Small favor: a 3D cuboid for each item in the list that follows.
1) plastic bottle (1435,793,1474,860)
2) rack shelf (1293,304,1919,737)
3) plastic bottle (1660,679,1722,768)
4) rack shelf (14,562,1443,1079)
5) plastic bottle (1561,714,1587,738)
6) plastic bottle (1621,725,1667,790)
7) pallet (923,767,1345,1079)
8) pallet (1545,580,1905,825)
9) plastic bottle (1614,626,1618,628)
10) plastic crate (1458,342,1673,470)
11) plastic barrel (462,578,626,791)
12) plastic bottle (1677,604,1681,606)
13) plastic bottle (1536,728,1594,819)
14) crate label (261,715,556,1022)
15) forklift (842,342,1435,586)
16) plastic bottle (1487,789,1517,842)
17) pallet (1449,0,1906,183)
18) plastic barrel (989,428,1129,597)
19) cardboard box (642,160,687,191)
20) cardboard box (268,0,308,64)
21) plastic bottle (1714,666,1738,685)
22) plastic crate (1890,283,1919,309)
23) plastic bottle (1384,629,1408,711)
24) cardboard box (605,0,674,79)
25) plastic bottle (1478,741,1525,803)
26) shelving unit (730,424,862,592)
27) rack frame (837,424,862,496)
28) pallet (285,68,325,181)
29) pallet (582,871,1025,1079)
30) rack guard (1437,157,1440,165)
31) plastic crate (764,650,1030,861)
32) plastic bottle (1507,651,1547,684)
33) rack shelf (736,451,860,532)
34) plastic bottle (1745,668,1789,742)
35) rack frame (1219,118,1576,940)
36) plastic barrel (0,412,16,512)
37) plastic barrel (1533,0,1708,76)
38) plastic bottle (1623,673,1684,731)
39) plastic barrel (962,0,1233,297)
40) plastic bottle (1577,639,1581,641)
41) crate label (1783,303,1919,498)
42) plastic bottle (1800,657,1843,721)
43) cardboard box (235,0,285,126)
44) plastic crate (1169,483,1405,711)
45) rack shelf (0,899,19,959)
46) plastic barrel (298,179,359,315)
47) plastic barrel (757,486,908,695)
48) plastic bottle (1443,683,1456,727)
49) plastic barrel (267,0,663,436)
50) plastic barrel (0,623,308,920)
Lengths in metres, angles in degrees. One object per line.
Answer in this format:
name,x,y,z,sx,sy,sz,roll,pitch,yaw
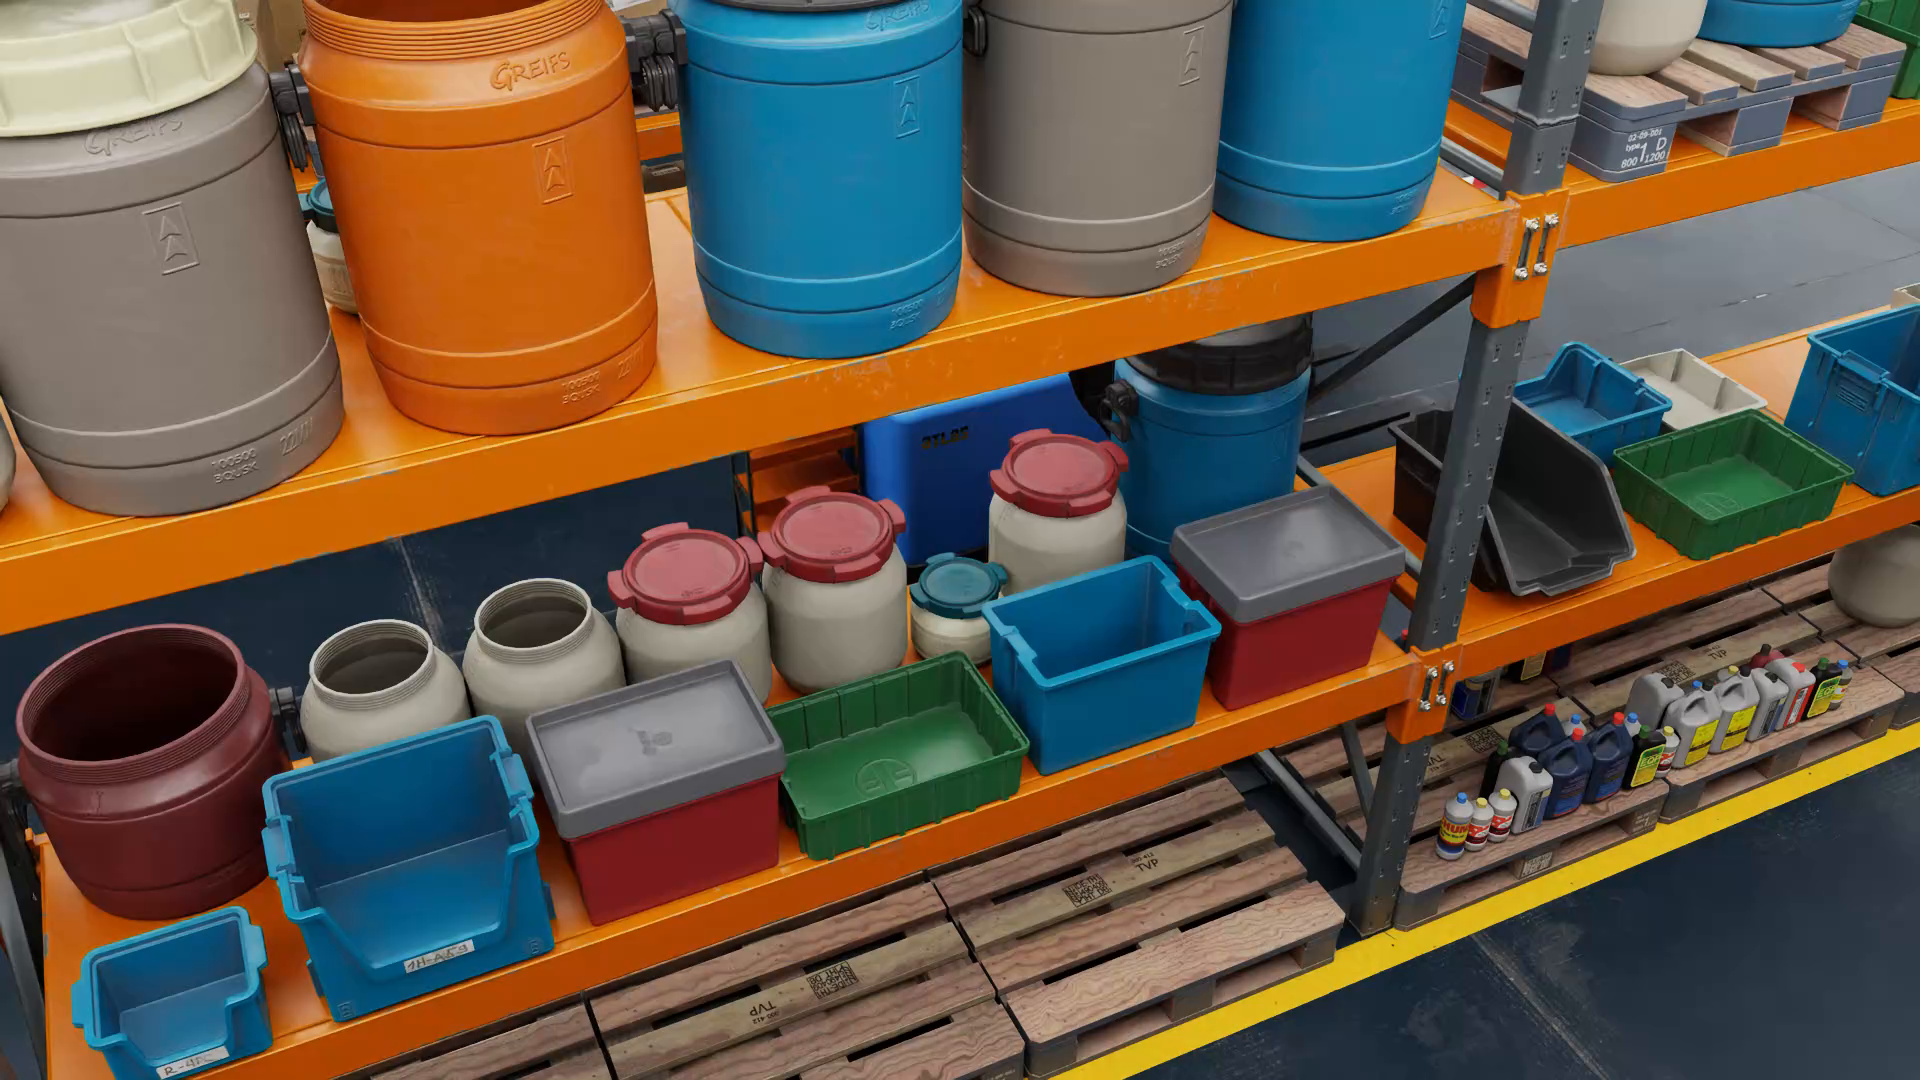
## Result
plastic bottle,1.733,0.991,5.817,0.097,0.271,0.097,0,37,0
rack shelf,3.069,-0.301,6.242,4.000,0.370,1.077,-16,39,-20
plastic bottle,2.721,0.668,6.186,0.185,0.351,0.144,-16,39,-20
rack shelf,-0.552,0.712,4.877,4.000,0.370,1.077,-16,39,-20
plastic bottle,2.246,0.753,6.138,0.097,0.271,0.097,0,37,0
plastic bottle,2.504,0.783,6.087,0.133,0.283,0.061,-14,39,-18
pallet,0.564,1.256,5.879,1.213,0.211,1.003,-16,39,-20
pallet,2.990,0.578,6.794,1.213,0.211,1.003,-16,39,-20
plastic bottle,2.705,0.226,6.848,0.097,0.271,0.097,0,37,0
plastic crate,2.145,-0.450,5.964,0.616,0.251,0.499,-16,39,-20
plastic barrel,-1.141,0.402,4.597,0.421,0.512,0.421,0,37,0
plastic bottle,3.012,0.168,6.985,0.097,0.201,0.097,0,37,0
plastic bottle,2.166,0.823,5.977,0.185,0.351,0.144,-15,39,-19
crate label,-1.348,0.809,4.112,0.616,0.435,0.502,-16,39,-20
forklift,0.869,-1.466,7.266,3.031,2.935,1.130,-16,40,-21
plastic bottle,1.917,0.968,5.907,0.097,0.201,0.097,0,37,0
pallet,1.870,-1.448,4.825,1.003,0.211,1.213,-16,39,-20
plastic barrel,0.299,-0.014,5.137,0.433,0.535,0.433,0,37,0
cardboard box,-1.411,-1.784,9.366,0.500,0.500,0.700,-19,40,-23
cardboard box,-5.103,-4.036,12.210,0.750,0.750,1.050,-15,39,-19
plastic bottle,2.968,0.574,6.438,0.097,0.201,0.097,0,37,0
plastic crate,3.933,-0.937,6.717,0.250,0.136,0.298,-16,39,-20
plastic bottle,1.719,0.485,6.432,0.185,0.351,0.144,-17,40,-21
cardboard box,-1.625,-3.039,8.473,1.000,1.000,1.000,-15,39,-20
plastic bottle,1.969,0.833,6.020,0.133,0.283,0.061,-16,39,-20
shelving unit,-0.700,-0.277,7.116,0.503,1.200,0.258,-16,40,-21
rack frame,-0.481,-0.341,7.203,0.015,1.200,0.240,-16,40,-21
pallet,-2.692,-2.188,8.343,1.213,0.211,1.003,-16,39,-20
pallet,-0.542,1.567,5.460,1.213,0.211,1.003,-16,39,-20
rack guard,2.706,-2.744,11.030,0.348,0.500,1.175,-16,39,-20
plastic crate,-0.198,0.595,4.608,0.662,0.188,0.450,-16,39,-20
plastic bottle,2.252,0.431,6.562,0.133,0.283,0.061,-16,39,-20
rack shelf,-0.700,-0.223,7.156,0.480,0.148,0.258,-16,40,-21
plastic bottle,3.038,0.607,6.331,0.135,0.276,0.152,-17,40,-21
rack frame,1.259,-0.084,5.345,0.127,3.000,1.000,-16,39,-20
plastic barrel,-1.951,-0.234,2.936,0.421,0.512,0.421,0,37,0
plastic barrel,1.732,-1.505,4.297,0.421,0.512,0.421,0,37,0
plastic bottle,2.636,0.624,6.308,0.135,0.276,0.152,-16,39,-20
plastic barrel,0.298,-1.078,3.747,0.600,0.901,0.600,0,37,0
plastic bottle,2.522,0.277,6.779,0.097,0.271,0.097,0,37,0
crate label,3.328,-0.499,5.875,0.616,0.435,0.502,-16,39,-20
plastic bottle,3.305,0.559,6.389,0.133,0.283,0.061,-15,39,-19
cardboard box,-3.532,-2.305,7.903,0.500,0.500,0.700,-10,38,-13
plastic crate,0.950,0.178,4.938,0.583,0.464,0.402,-16,39,-20
rack shelf,-4.173,1.724,3.512,4.000,0.370,1.077,-16,39,-20
plastic barrel,-1.310,-0.668,3.731,0.301,0.262,0.301,0,37,0
plastic barrel,-0.365,0.171,4.887,0.433,0.535,0.433,0,37,0
plastic bottle,1.780,0.563,6.327,0.185,0.351,0.144,-16,39,-20
plastic barrel,-0.935,-0.705,3.304,0.708,0.830,0.600,-16,39,-20
plastic barrel,-2.071,0.593,4.318,0.708,0.536,0.600,-16,39,-20
